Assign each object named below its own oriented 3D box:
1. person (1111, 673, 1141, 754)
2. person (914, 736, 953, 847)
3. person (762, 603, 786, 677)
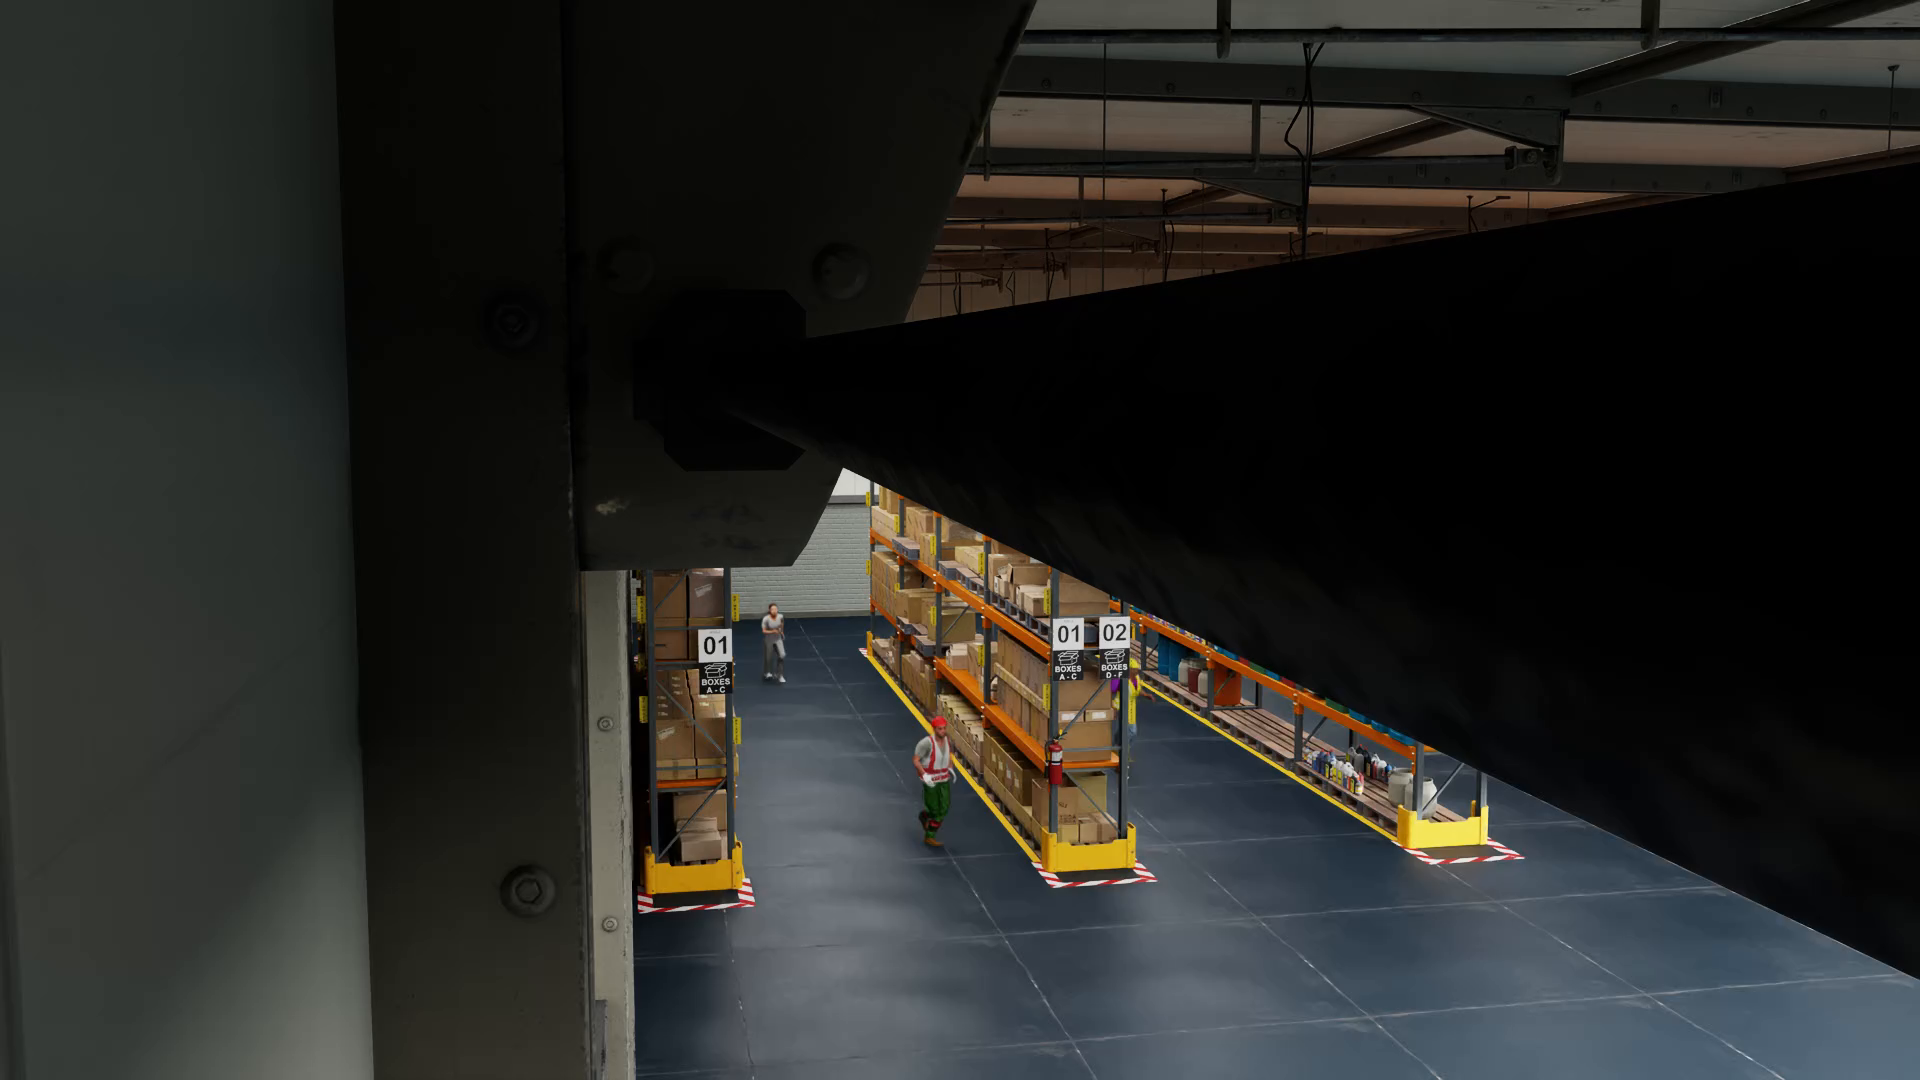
[{"bbox_3d":[2.633,2.775,26.831,0.607,1.389,0.546,3,7,30],"label":"person"},{"bbox_3d":[-0.385,3.297,22.134,0.626,1.478,0.572,-4,7,-32],"label":"person"},{"bbox_3d":[-3.748,1.993,33.280,0.510,1.510,0.918,-2,6,-21],"label":"person"}]
